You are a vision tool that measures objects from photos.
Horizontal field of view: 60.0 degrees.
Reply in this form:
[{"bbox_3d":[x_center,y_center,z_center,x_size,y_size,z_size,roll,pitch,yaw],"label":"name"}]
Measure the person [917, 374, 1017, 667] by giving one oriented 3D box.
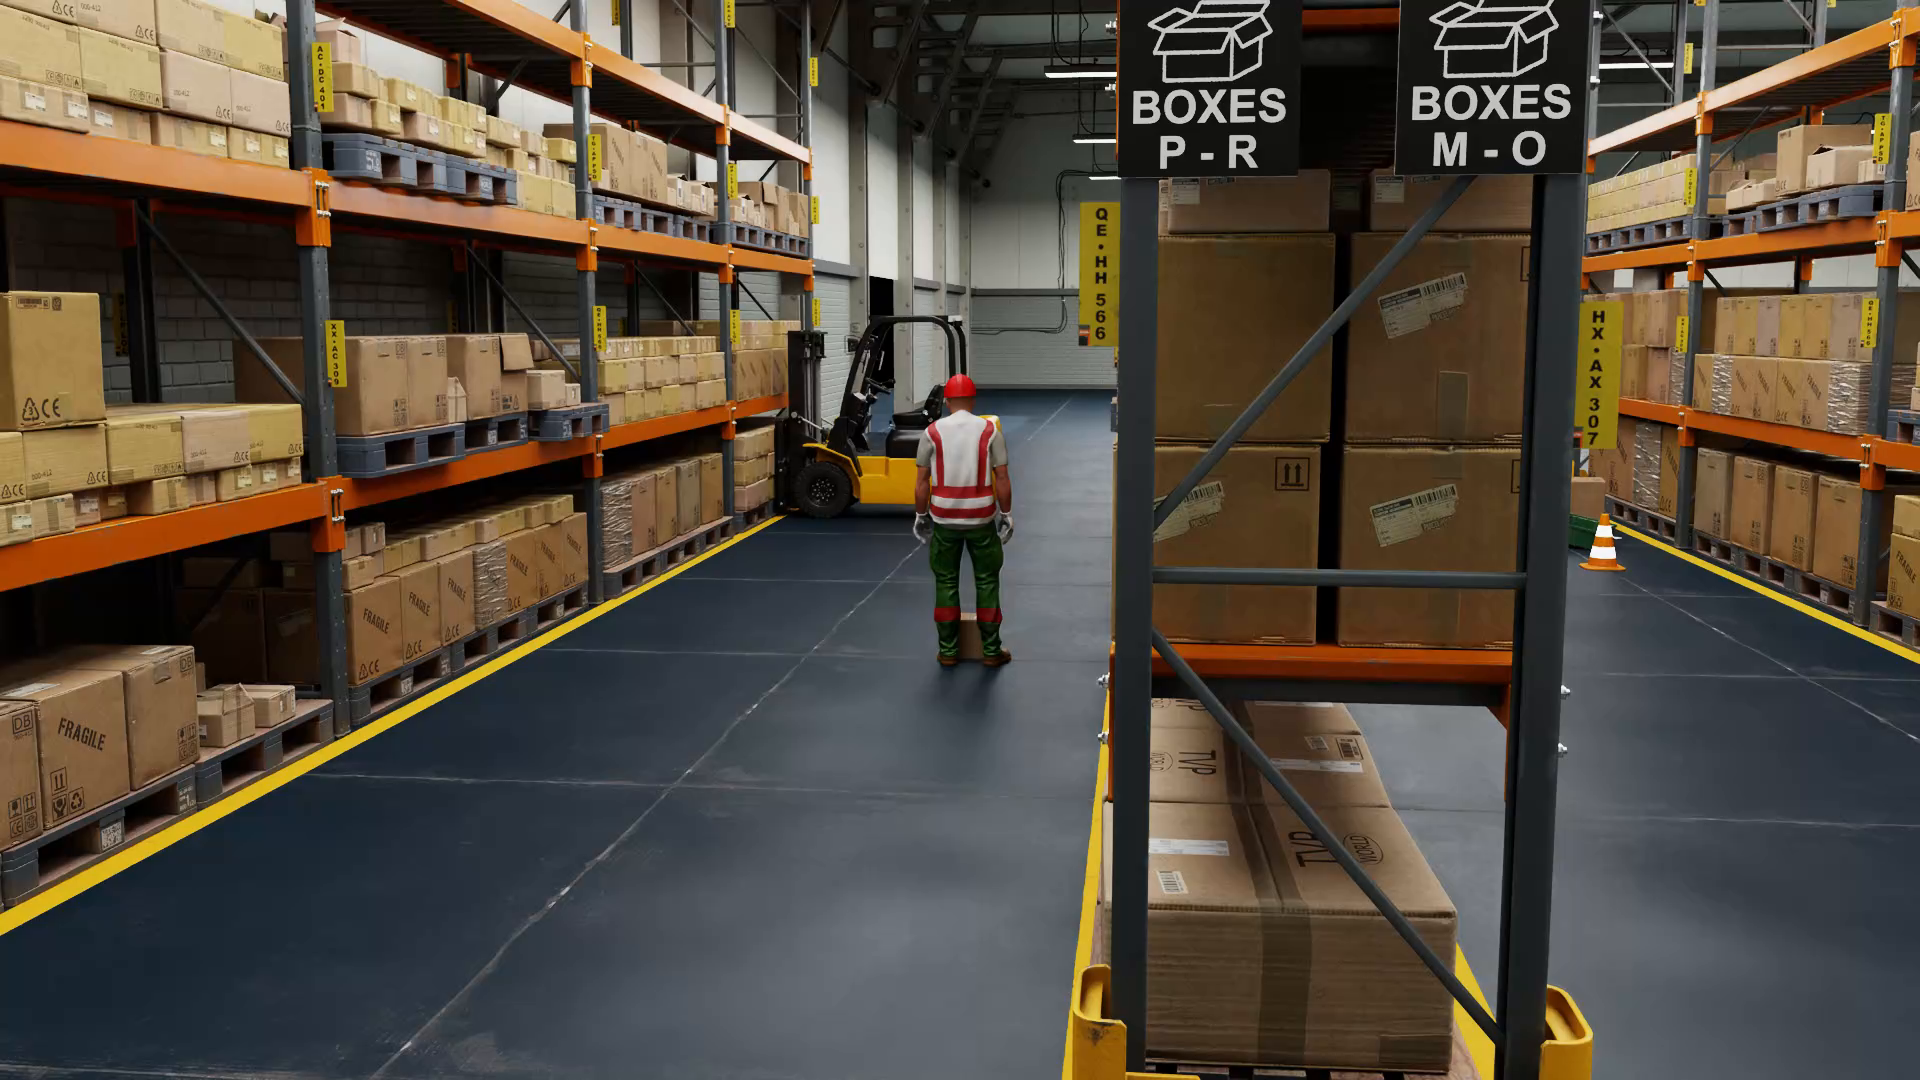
[{"bbox_3d":[0.042,-0.122,10.163,0.611,1.778,0.450,1,8,4],"label":"person"}]
